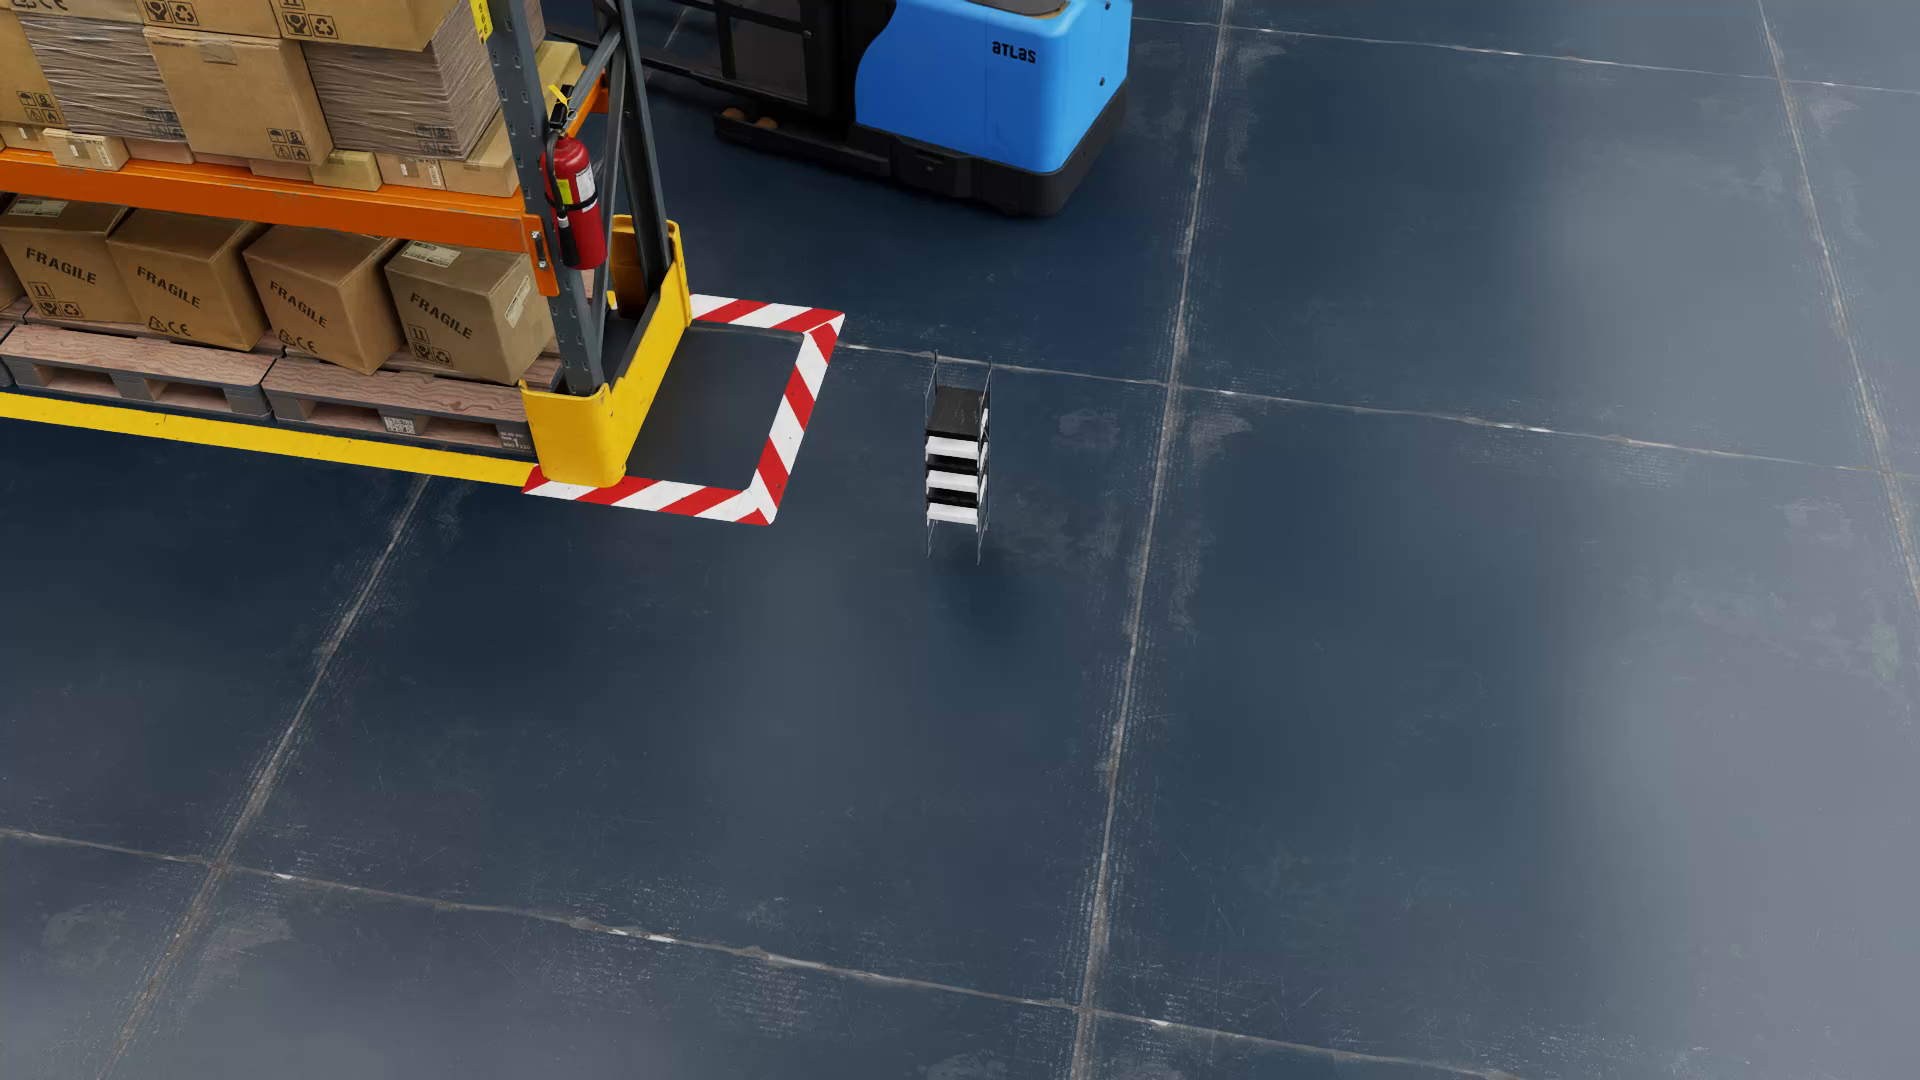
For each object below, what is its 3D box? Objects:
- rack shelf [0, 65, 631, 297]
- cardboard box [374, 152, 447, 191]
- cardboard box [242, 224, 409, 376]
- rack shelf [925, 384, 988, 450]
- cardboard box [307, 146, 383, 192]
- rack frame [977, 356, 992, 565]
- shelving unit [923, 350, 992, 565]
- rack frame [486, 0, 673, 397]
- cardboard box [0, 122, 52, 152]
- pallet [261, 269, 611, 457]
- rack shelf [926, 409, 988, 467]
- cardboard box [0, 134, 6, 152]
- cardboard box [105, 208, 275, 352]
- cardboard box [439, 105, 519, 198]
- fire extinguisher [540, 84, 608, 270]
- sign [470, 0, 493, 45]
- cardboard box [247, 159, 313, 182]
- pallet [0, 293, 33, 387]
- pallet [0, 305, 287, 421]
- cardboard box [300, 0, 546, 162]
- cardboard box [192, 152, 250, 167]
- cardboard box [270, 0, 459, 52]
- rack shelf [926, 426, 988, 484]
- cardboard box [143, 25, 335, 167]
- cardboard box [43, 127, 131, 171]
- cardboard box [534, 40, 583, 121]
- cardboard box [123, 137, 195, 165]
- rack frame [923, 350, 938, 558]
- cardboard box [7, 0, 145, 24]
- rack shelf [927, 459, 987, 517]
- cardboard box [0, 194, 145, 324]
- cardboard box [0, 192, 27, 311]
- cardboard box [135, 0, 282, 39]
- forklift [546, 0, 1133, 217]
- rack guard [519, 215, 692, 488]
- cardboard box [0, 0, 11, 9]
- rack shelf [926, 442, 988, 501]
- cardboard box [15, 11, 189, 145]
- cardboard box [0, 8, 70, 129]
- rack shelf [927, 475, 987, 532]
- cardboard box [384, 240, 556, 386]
[{"bbox_3d":[-3.386,-1.676,6.695,4.000,0.370,1.077,8,49,7],"label":"rack shelf"},{"bbox_3d":[-1.981,-1.488,6.211,0.250,0.149,0.380,8,49,7],"label":"cardboard box"},{"bbox_3d":[-2.623,-1.105,7.097,0.500,0.500,0.500,19,51,17],"label":"cardboard box"},{"bbox_3d":[-0.008,-0.460,6.212,0.200,0.077,0.258,8,49,7],"label":"rack shelf"},{"bbox_3d":[-2.236,-1.483,6.207,0.250,0.149,0.380,8,49,7],"label":"cardboard box"},{"bbox_3d":[0.092,-0.288,6.376,0.006,0.900,0.240,8,49,7],"label":"rack frame"},{"bbox_3d":[-0.008,-0.302,6.388,0.210,0.900,0.258,8,49,7],"label":"shelving unit"},{"bbox_3d":[-1.418,-1.652,6.189,0.127,3.000,1.000,8,49,7],"label":"rack frame"},{"bbox_3d":[-3.463,-1.660,6.366,0.250,0.149,0.380,8,49,7],"label":"cardboard box"},{"bbox_3d":[-2.285,-0.863,7.355,1.213,0.211,1.003,8,49,7],"label":"pallet"},{"bbox_3d":[-0.008,-0.400,6.279,0.200,0.077,0.258,8,49,7],"label":"rack shelf"},{"bbox_3d":[-3.717,-1.659,6.365,0.250,0.149,0.380,8,49,7],"label":"cardboard box"},{"bbox_3d":[-3.236,-1.202,7.184,0.500,0.500,0.500,12,49,10],"label":"cardboard box"},{"bbox_3d":[-1.735,-1.454,6.181,0.250,0.149,0.380,8,49,7],"label":"cardboard box"},{"bbox_3d":[-1.387,-1.273,5.901,0.183,0.674,0.296,8,49,7],"label":"fire extinguisher"},{"bbox_3d":[-1.536,-1.741,5.278,0.005,0.325,0.100,8,49,7],"label":"sign"},{"bbox_3d":[-2.479,-1.527,6.247,0.250,0.149,0.380,8,49,7],"label":"cardboard box"},{"bbox_3d":[-4.687,-1.186,7.645,1.213,0.211,1.003,8,49,7],"label":"pallet"},{"bbox_3d":[-3.482,-1.026,7.502,1.213,0.211,1.003,8,49,7],"label":"pallet"},{"bbox_3d":[-1.954,-1.877,6.125,0.500,0.500,0.875,8,49,7],"label":"cardboard box"},{"bbox_3d":[-2.718,-1.591,6.304,0.250,0.149,0.380,8,49,7],"label":"cardboard box"},{"bbox_3d":[-2.003,-2.010,5.572,0.500,0.500,0.500,8,49,7],"label":"cardboard box"},{"bbox_3d":[-0.008,-0.340,6.346,0.200,0.077,0.258,8,49,7],"label":"rack shelf"},{"bbox_3d":[-2.467,-1.856,6.105,0.500,0.500,0.875,8,49,7],"label":"cardboard box"},{"bbox_3d":[-3.229,-1.576,6.290,0.250,0.149,0.380,8,49,7],"label":"cardboard box"},{"bbox_3d":[-1.656,-1.780,6.473,0.250,0.149,0.380,8,49,7],"label":"cardboard box"},{"bbox_3d":[-2.968,-1.607,6.319,0.250,0.149,0.380,8,49,7],"label":"cardboard box"},{"bbox_3d":[-0.108,-0.315,6.400,0.006,0.900,0.240,8,49,7],"label":"rack frame"},{"bbox_3d":[-2.987,-2.140,5.689,0.500,0.500,0.500,8,49,7],"label":"cardboard box"},{"bbox_3d":[-0.008,-0.219,6.480,0.200,0.077,0.258,8,49,7],"label":"rack shelf"},{"bbox_3d":[-3.777,-1.309,7.279,0.500,0.500,0.500,4,48,3],"label":"cardboard box"},{"bbox_3d":[-4.402,-1.333,7.301,0.500,0.500,0.500,22,52,19],"label":"cardboard box"},{"bbox_3d":[-2.496,-2.072,5.628,0.500,0.500,0.500,8,49,7],"label":"cardboard box"},{"bbox_3d":[-0.701,-3.302,7.718,3.031,2.935,1.130,19,51,17],"label":"forklift"},{"bbox_3d":[-1.492,-0.826,7.128,0.348,0.500,1.175,8,49,7],"label":"rack guard"},{"bbox_3d":[-3.478,-2.212,5.754,0.500,0.500,0.500,8,49,7],"label":"cardboard box"},{"bbox_3d":[-0.008,-0.280,6.413,0.200,0.077,0.258,8,49,7],"label":"rack shelf"},{"bbox_3d":[-2.952,-1.953,6.193,0.500,0.500,0.875,8,49,7],"label":"cardboard box"},{"bbox_3d":[-3.442,-2.028,6.260,0.500,0.500,0.875,8,49,7],"label":"cardboard box"},{"bbox_3d":[-0.008,-0.159,6.547,0.200,0.077,0.258,8,49,7],"label":"rack shelf"},{"bbox_3d":[-2.029,-1.051,7.048,0.500,0.500,0.500,16,50,14],"label":"cardboard box"}]
